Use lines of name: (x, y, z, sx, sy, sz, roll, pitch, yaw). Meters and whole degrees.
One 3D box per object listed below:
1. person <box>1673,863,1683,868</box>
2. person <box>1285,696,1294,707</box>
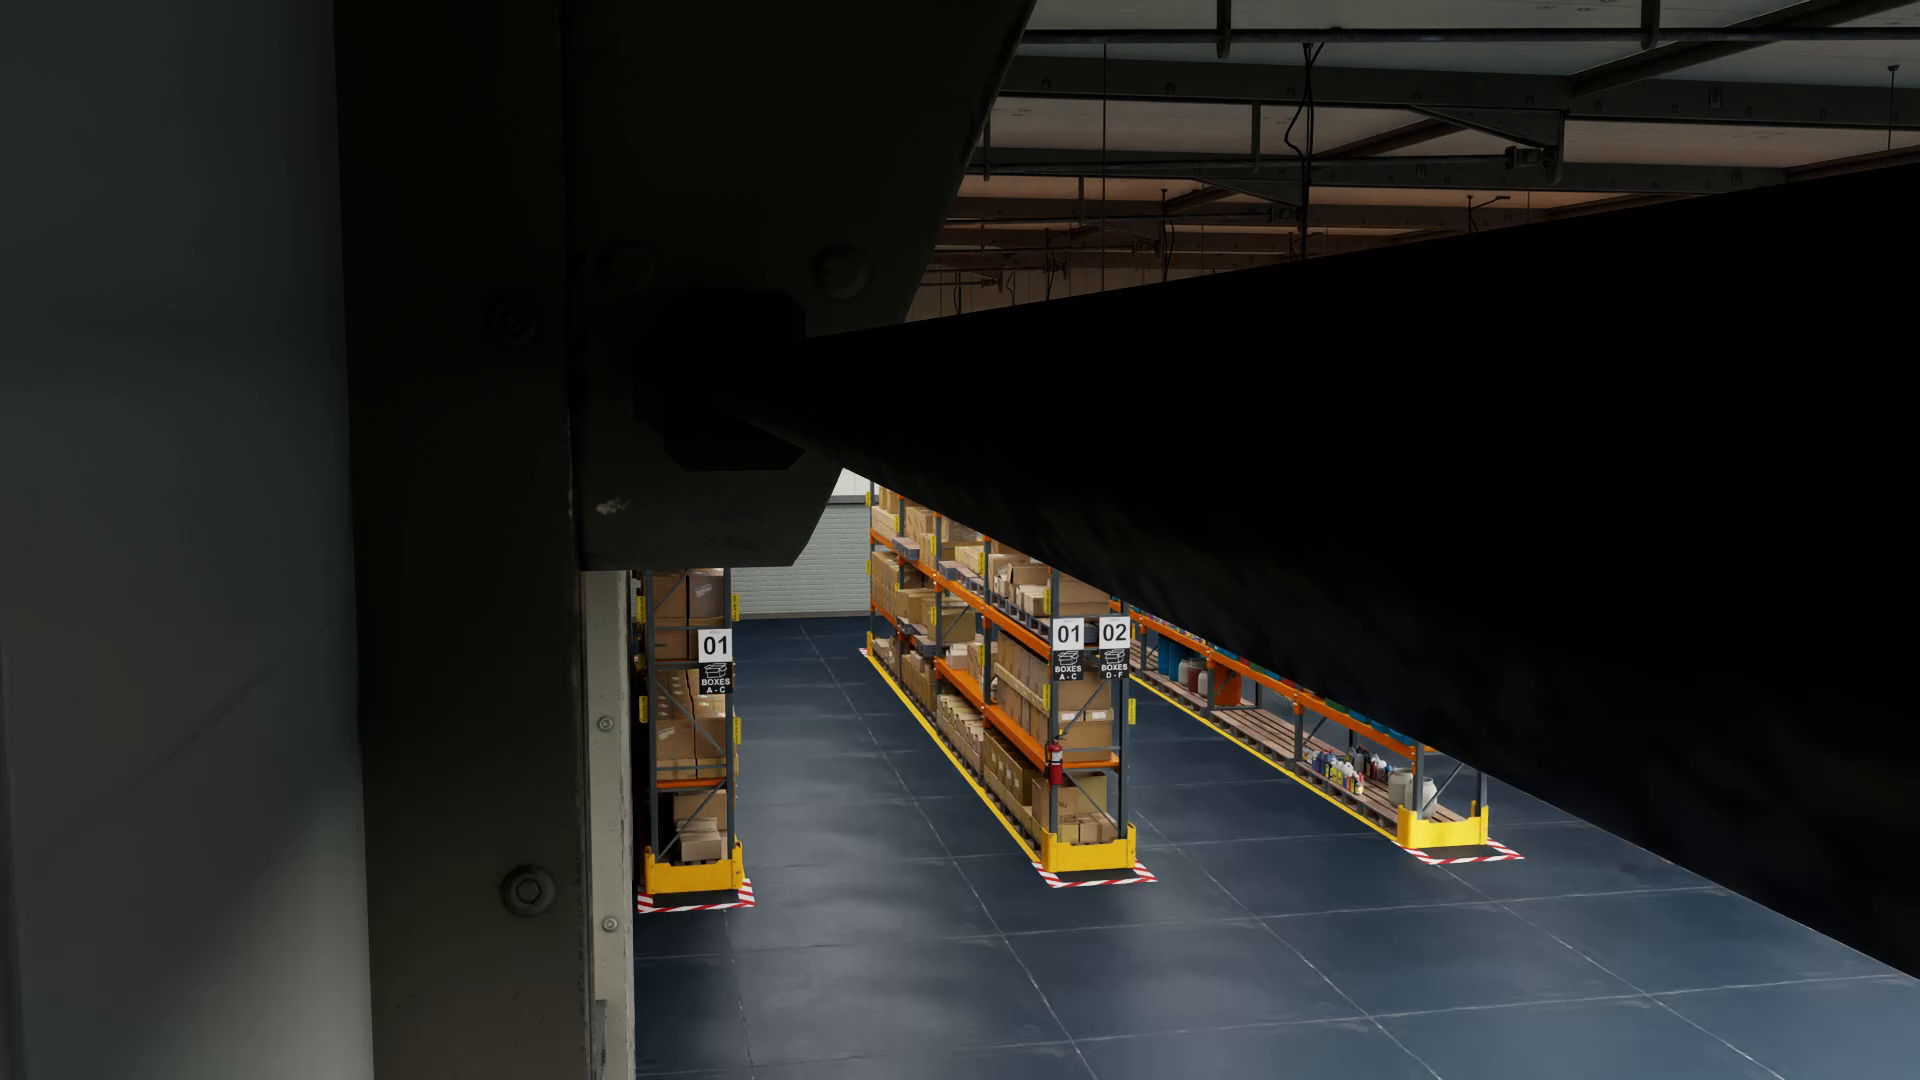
person: (9.151, 3.240, 21.103, 0.686, 1.788, 0.557, -3, 7, -24)
person: (6.227, 2.309, 30.970, 0.434, 1.547, 0.946, -1, 6, -11)
